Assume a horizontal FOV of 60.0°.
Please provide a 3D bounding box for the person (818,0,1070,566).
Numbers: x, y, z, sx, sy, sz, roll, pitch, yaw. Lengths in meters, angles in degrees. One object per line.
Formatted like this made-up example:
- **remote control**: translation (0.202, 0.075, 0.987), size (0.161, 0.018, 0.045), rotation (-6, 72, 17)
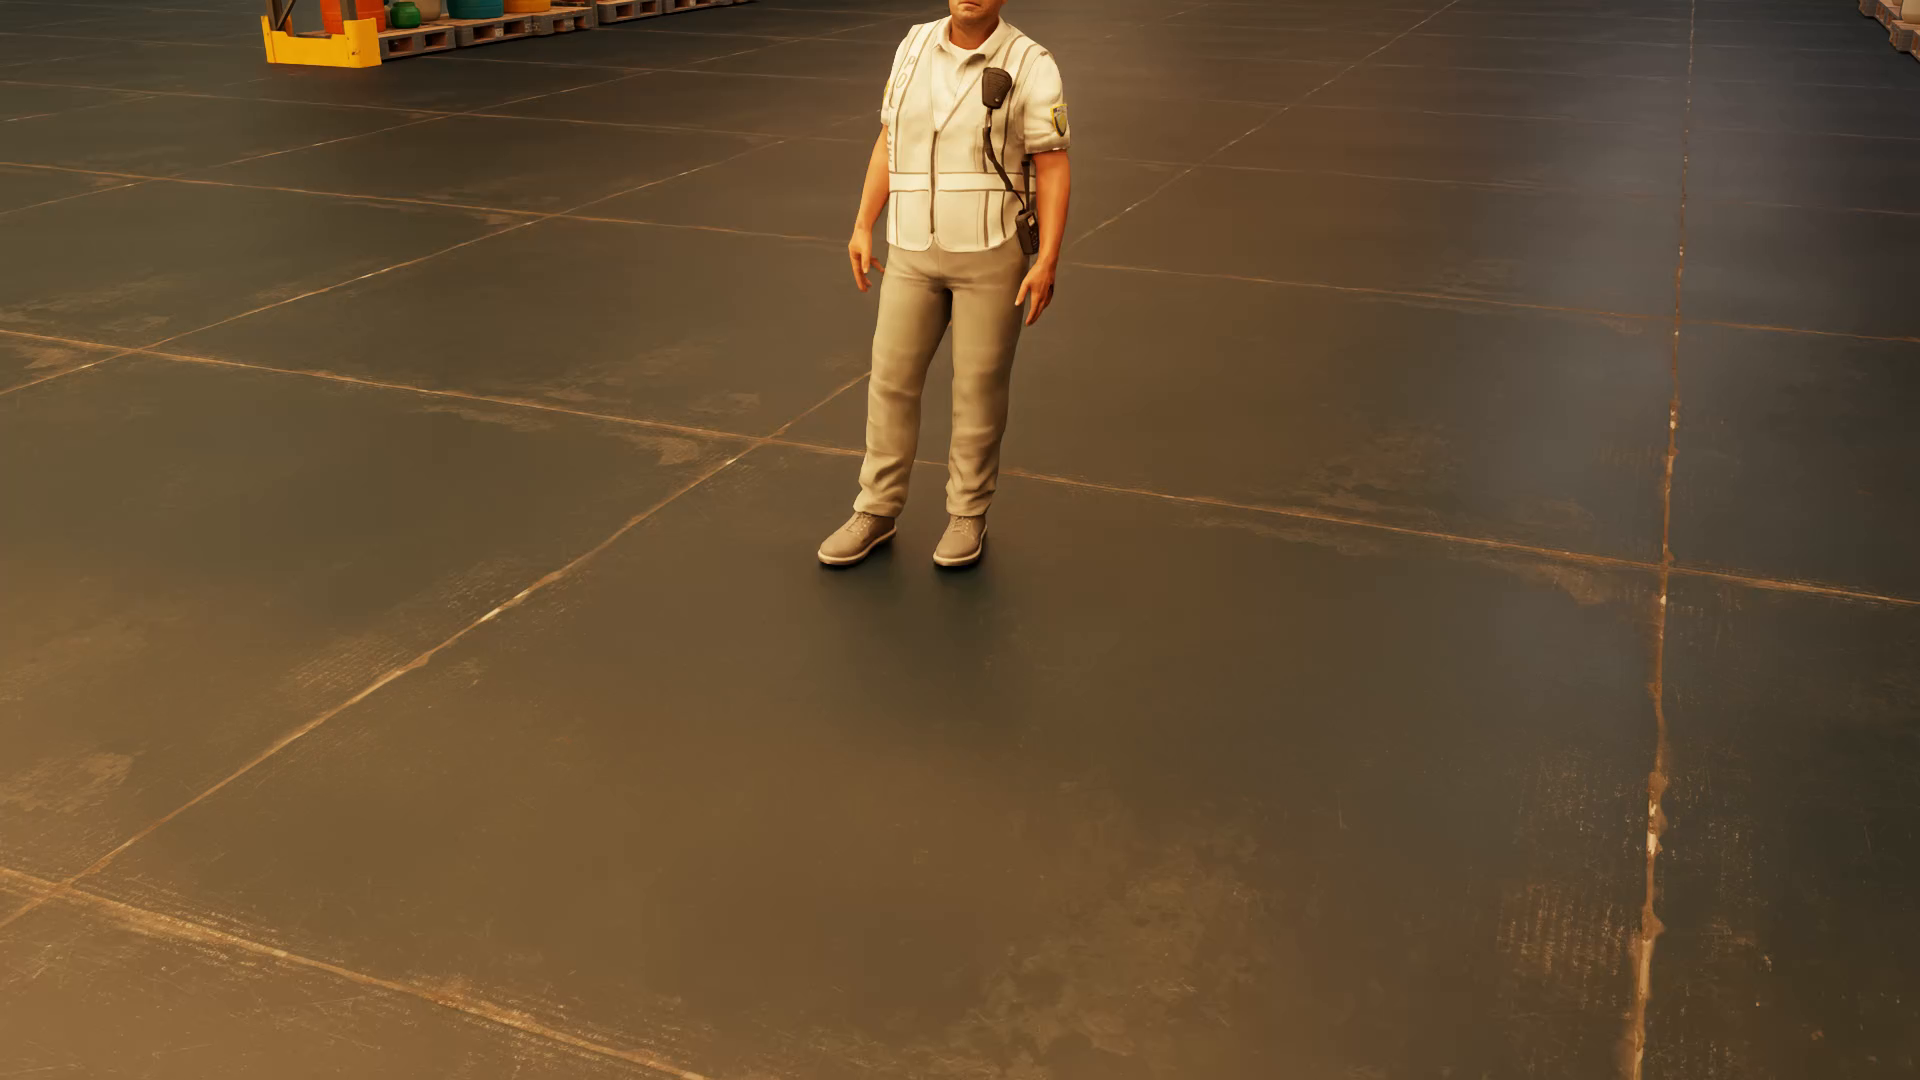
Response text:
- **person**: translation (-0.041, -0.803, 4.685), size (0.640, 1.781, 0.575), rotation (9, 24, 21)
